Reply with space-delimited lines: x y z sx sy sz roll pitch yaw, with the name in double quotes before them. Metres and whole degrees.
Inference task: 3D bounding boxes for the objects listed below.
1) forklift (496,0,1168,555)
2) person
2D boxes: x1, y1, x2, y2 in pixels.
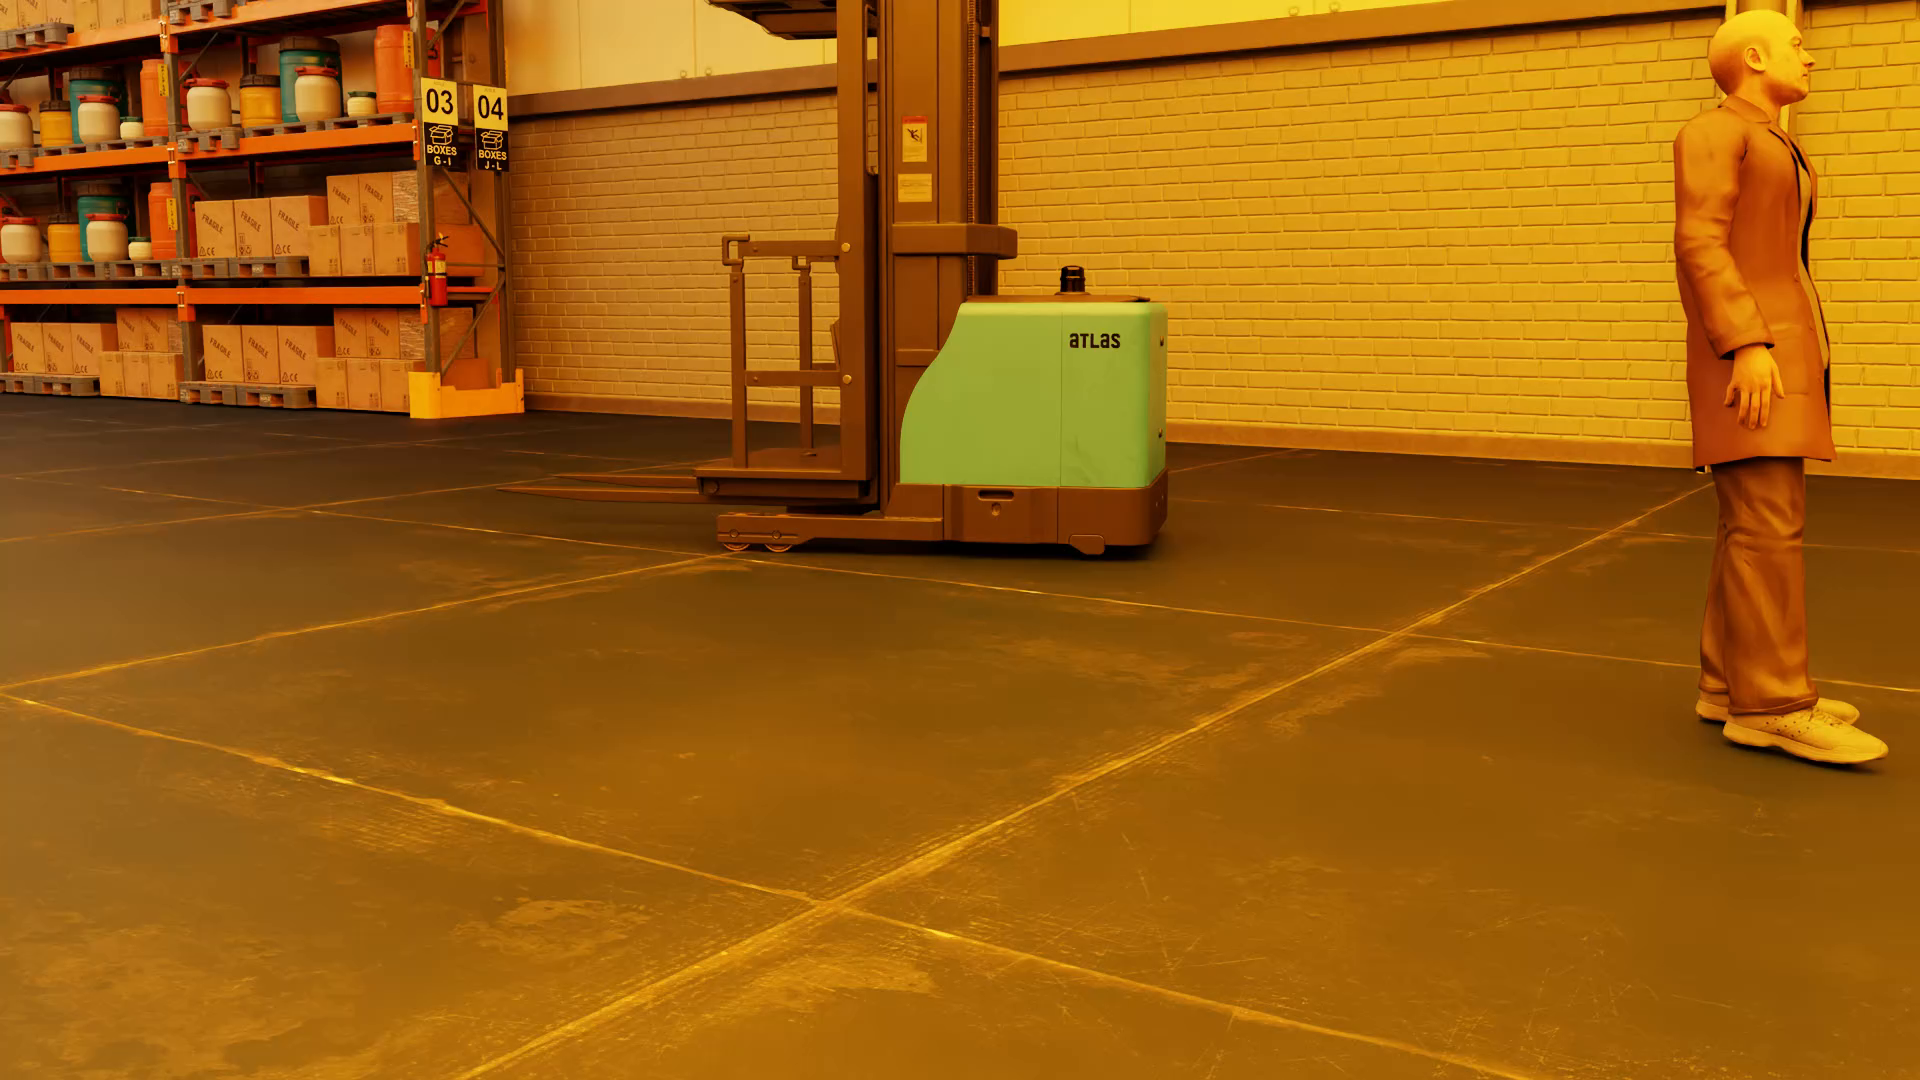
"forklift" -0.596 -1.469 7.520 3.031 2.935 1.130 2 8 12
"person" 2.066 -0.406 4.089 0.580 1.777 0.695 6 10 37
